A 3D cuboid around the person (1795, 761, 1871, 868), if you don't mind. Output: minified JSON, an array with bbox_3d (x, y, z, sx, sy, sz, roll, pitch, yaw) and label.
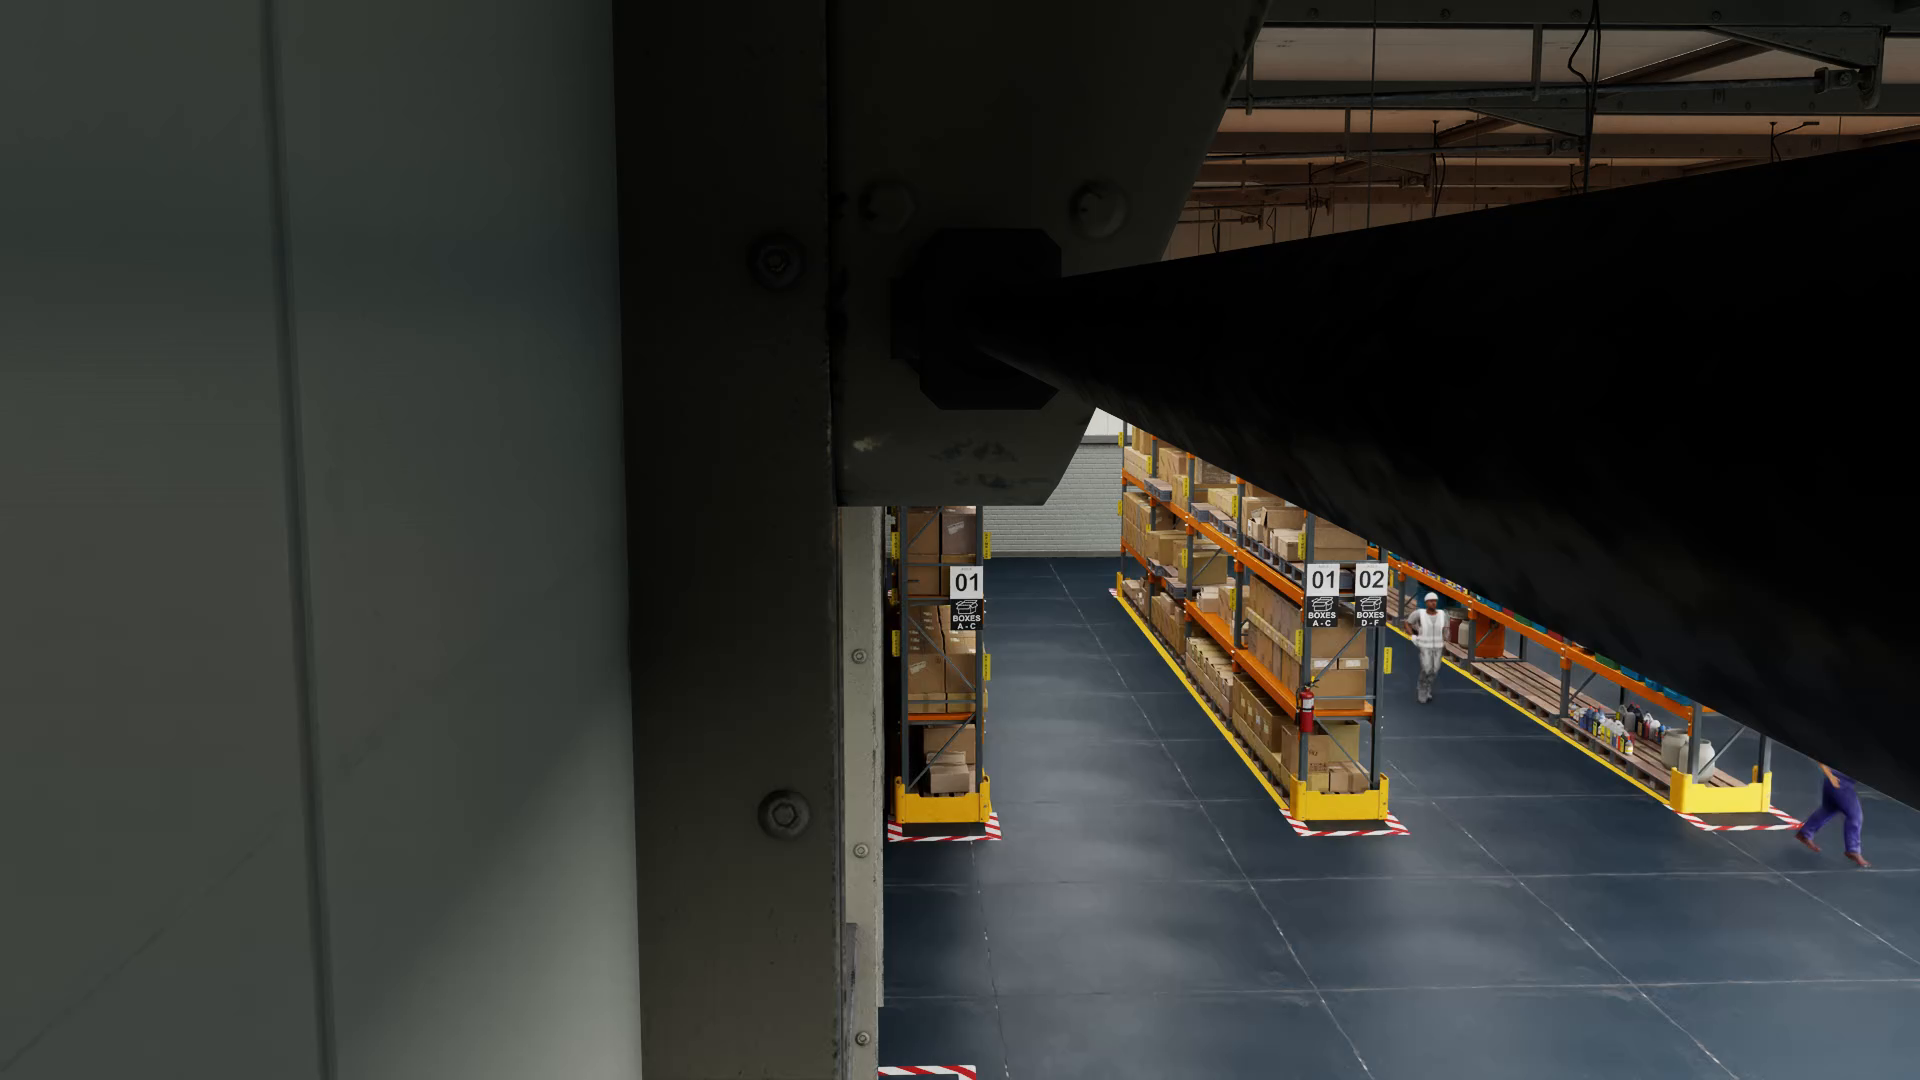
[{"bbox_3d":[10.086,2.840,19.082,0.780,1.691,0.605,5,10,32],"label":"person"}]

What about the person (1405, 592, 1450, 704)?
[{"bbox_3d":[7.518,1.735,26.556,0.660,1.789,0.652,-1,8,-7],"label":"person"}]
